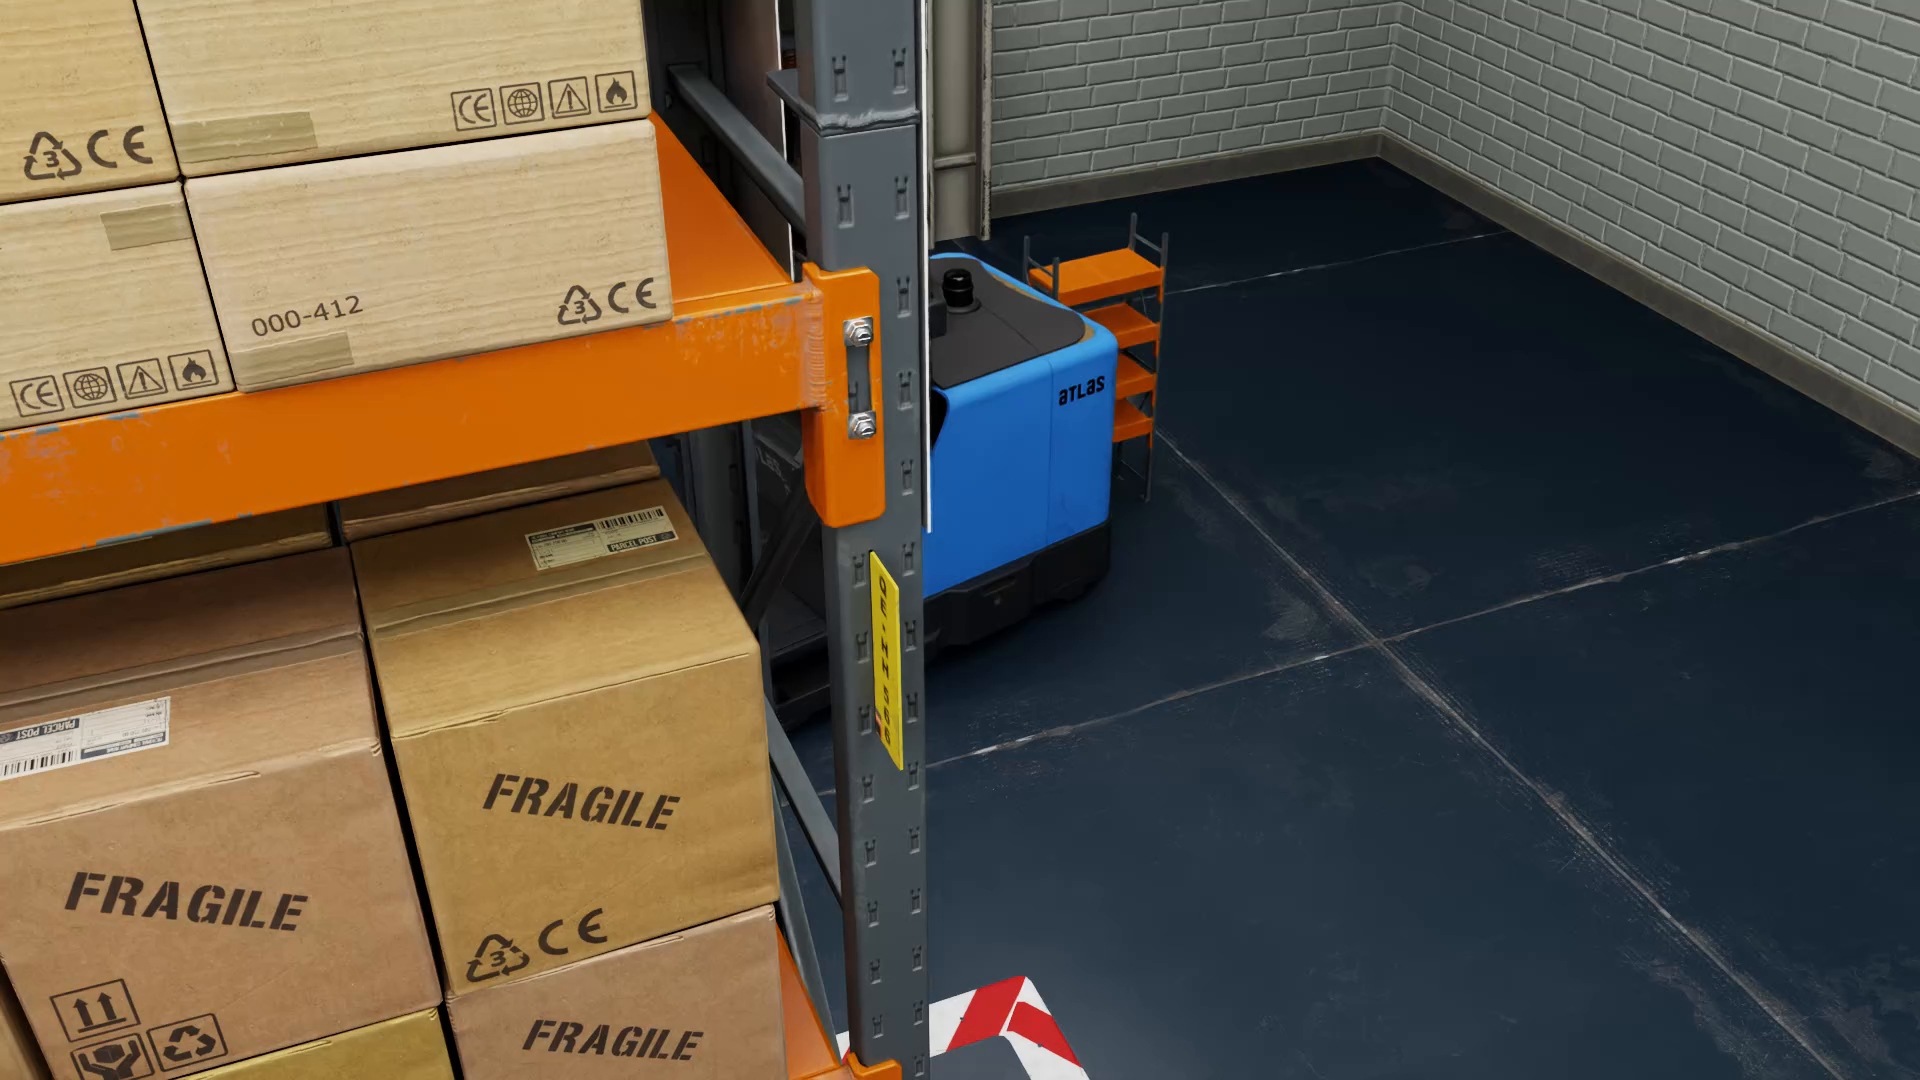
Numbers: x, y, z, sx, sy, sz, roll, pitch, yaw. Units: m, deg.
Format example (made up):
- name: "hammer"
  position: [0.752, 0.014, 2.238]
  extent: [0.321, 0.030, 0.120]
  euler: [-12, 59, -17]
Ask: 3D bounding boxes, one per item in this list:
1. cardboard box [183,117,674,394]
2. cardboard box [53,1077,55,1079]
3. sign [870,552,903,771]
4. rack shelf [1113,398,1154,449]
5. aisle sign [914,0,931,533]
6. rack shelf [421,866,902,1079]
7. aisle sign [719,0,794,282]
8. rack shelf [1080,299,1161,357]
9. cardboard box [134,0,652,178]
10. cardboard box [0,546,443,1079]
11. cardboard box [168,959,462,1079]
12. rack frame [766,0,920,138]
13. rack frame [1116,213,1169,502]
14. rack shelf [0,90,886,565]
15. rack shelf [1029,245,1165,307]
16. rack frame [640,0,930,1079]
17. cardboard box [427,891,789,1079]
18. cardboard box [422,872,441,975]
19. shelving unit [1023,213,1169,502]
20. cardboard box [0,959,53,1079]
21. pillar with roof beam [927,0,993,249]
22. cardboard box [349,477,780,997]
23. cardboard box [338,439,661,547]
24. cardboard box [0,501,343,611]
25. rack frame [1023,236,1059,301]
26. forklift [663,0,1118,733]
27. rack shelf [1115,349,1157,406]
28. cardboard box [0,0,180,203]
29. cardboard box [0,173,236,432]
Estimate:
- name: "cardboard box"
  position: [-0.673, -0.442, 2.067]
  extent: [0.500, 0.250, 0.500]
  euler: [-13, 35, -19]
- name: "cardboard box"
  position: [-1.548, 0.914, 2.502]
  extent: [0.500, 0.500, 0.500]
  euler: [-13, 35, -19]
- name: "sign"
  position: [-0.105, 0.177, 2.377]
  extent: [0.005, 0.325, 0.100]
  euler: [-13, 35, -19]
- name: "rack shelf"
  position: [0.520, -0.436, 6.808]
  extent: [0.480, 0.148, 0.258]
  euler: [-16, 36, -23]
- name: "aisle sign"
  position: [-0.119, -0.439, 2.291]
  extent: [0.004, 0.787, 0.394]
  euler: [-13, 35, -19]
- name: "rack shelf"
  position: [-2.145, 1.235, 2.761]
  extent: [4.000, 0.370, 1.077]
  euler: [-13, 35, -19]
- name: "aisle sign"
  position: [-0.352, -0.741, 2.754]
  extent: [0.004, 0.787, 0.394]
  euler: [-13, 35, -19]
- name: "rack shelf"
  position: [0.520, -0.790, 6.577]
  extent: [0.480, 0.148, 0.258]
  euler: [-16, 36, -23]
- name: "cardboard box"
  position: [-0.676, -0.656, 1.937]
  extent: [0.500, 0.250, 0.500]
  euler: [-13, 35, -19]
- name: "cardboard box"
  position: [-1.070, 0.389, 2.393]
  extent: [0.500, 0.500, 0.500]
  euler: [-12, 35, -18]
- name: "cardboard box"
  position: [-1.085, 0.812, 2.660]
  extent: [0.500, 0.500, 0.500]
  euler: [-13, 35, -19]
- name: "rack frame"
  position: [-0.301, -2.004, 1.578]
  extent: [0.127, 3.000, 1.000]
  euler: [-13, 35, -19]
- name: "rack frame"
  position: [0.734, -0.722, 6.760]
  extent: [0.015, 1.200, 0.240]
  euler: [-16, 36, -23]
- name: "rack shelf"
  position: [-2.145, -0.022, 1.943]
  extent: [4.000, 0.370, 1.077]
  euler: [-13, 35, -19]
- name: "rack shelf"
  position: [0.520, -0.988, 6.448]
  extent: [0.480, 0.148, 0.258]
  euler: [-16, 36, -23]
- name: "rack frame"
  position: [-0.301, 0.511, 3.214]
  extent: [0.127, 3.000, 1.000]
  euler: [-13, 35, -19]
- name: "cardboard box"
  position: [-0.608, 0.701, 2.831]
  extent: [0.500, 0.500, 0.500]
  euler: [-12, 35, -17]
- name: "cardboard box"
  position: [-1.286, 0.542, 3.075]
  extent: [0.500, 0.500, 0.500]
  euler: [-13, 35, -19]
- name: "shelving unit"
  position: [0.520, -0.659, 6.663]
  extent: [0.503, 1.200, 0.258]
  euler: [-16, 36, -23]
- name: "cardboard box"
  position: [-1.547, 0.501, 2.221]
  extent: [0.500, 0.500, 0.500]
  euler: [-12, 35, -18]
- name: "pillar with roof beam"
  position: [1.599, -3.334, 3.623]
  extent: [0.400, 9.000, 9.100]
  euler: [-13, 35, -19]
- name: "cardboard box"
  position: [-0.605, 0.282, 2.557]
  extent: [0.500, 0.500, 0.500]
  euler: [-13, 35, -19]
- name: "cardboard box"
  position: [-0.812, 0.011, 2.974]
  extent: [0.500, 0.500, 0.500]
  euler: [-12, 35, -17]
- name: "cardboard box"
  position: [-1.291, 0.125, 2.798]
  extent: [0.500, 0.500, 0.500]
  euler: [-13, 35, -18]
- name: "rack frame"
  position: [0.305, -0.596, 6.565]
  extent: [0.015, 1.200, 0.240]
  euler: [-16, 36, -23]
- name: "forklift"
  position: [-0.904, -0.793, 5.281]
  extent: [3.031, 2.935, 1.130]
  euler: [-22, 39, -30]
- name: "rack shelf"
  position: [0.520, -0.603, 6.699]
  extent: [0.480, 0.148, 0.258]
  euler: [-16, 36, -23]
- name: "cardboard box"
  position: [-1.137, -0.550, 1.774]
  extent: [0.500, 0.250, 0.500]
  euler: [-13, 35, -19]
- name: "cardboard box"
  position: [-1.138, -0.342, 1.913]
  extent: [0.500, 0.250, 0.500]
  euler: [-13, 35, -19]
